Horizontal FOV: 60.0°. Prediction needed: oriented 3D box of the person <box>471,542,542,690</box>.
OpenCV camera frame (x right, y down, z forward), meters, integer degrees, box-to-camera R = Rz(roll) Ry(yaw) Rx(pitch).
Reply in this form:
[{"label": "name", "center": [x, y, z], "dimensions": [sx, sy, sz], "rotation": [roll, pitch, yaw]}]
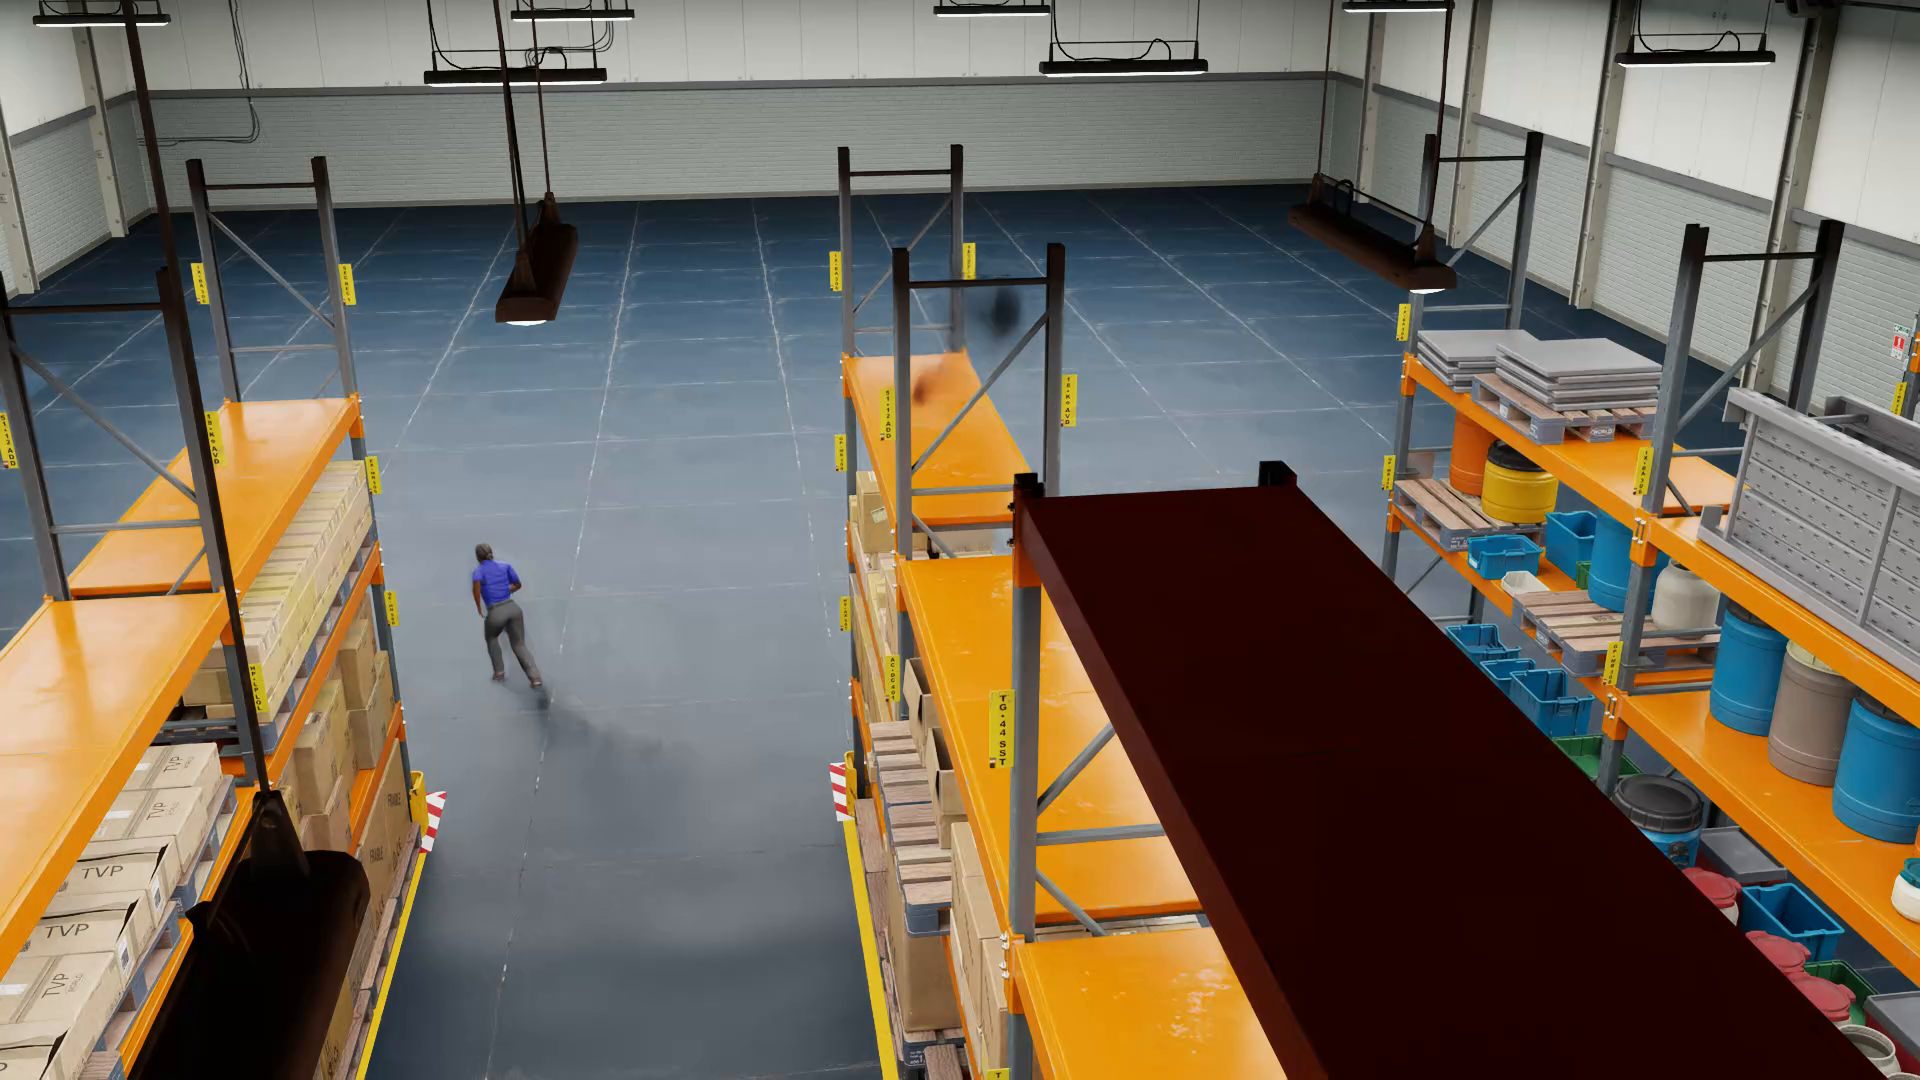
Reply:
[{"label": "person", "center": [-4.734, 0.877, 17.373], "dimensions": [0.964, 1.616, 0.618], "rotation": [20, 29, 40]}]
